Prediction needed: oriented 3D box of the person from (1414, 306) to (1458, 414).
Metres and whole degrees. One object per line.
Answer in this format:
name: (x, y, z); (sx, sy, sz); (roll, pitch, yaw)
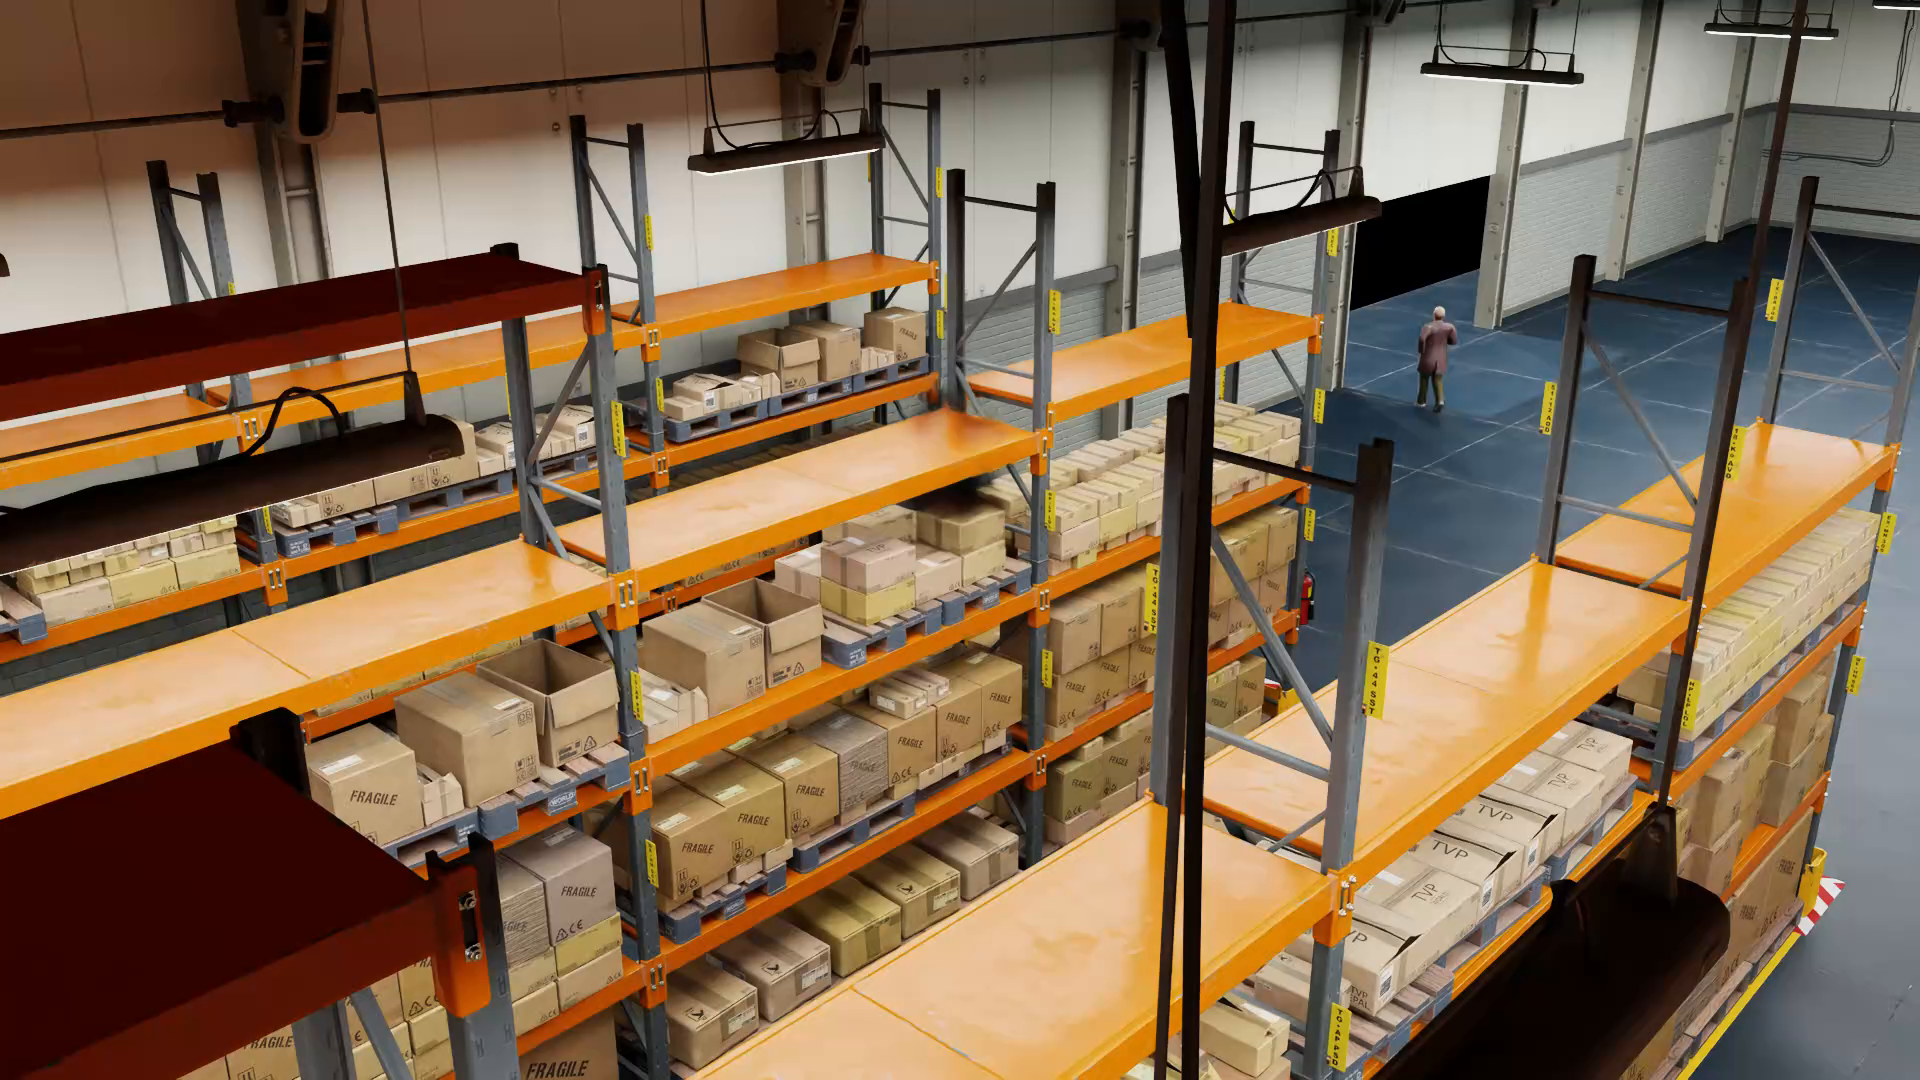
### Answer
person: (7.706, -2.915, 27.040); (0.710, 1.768, 1.049); (0, 21, -1)
